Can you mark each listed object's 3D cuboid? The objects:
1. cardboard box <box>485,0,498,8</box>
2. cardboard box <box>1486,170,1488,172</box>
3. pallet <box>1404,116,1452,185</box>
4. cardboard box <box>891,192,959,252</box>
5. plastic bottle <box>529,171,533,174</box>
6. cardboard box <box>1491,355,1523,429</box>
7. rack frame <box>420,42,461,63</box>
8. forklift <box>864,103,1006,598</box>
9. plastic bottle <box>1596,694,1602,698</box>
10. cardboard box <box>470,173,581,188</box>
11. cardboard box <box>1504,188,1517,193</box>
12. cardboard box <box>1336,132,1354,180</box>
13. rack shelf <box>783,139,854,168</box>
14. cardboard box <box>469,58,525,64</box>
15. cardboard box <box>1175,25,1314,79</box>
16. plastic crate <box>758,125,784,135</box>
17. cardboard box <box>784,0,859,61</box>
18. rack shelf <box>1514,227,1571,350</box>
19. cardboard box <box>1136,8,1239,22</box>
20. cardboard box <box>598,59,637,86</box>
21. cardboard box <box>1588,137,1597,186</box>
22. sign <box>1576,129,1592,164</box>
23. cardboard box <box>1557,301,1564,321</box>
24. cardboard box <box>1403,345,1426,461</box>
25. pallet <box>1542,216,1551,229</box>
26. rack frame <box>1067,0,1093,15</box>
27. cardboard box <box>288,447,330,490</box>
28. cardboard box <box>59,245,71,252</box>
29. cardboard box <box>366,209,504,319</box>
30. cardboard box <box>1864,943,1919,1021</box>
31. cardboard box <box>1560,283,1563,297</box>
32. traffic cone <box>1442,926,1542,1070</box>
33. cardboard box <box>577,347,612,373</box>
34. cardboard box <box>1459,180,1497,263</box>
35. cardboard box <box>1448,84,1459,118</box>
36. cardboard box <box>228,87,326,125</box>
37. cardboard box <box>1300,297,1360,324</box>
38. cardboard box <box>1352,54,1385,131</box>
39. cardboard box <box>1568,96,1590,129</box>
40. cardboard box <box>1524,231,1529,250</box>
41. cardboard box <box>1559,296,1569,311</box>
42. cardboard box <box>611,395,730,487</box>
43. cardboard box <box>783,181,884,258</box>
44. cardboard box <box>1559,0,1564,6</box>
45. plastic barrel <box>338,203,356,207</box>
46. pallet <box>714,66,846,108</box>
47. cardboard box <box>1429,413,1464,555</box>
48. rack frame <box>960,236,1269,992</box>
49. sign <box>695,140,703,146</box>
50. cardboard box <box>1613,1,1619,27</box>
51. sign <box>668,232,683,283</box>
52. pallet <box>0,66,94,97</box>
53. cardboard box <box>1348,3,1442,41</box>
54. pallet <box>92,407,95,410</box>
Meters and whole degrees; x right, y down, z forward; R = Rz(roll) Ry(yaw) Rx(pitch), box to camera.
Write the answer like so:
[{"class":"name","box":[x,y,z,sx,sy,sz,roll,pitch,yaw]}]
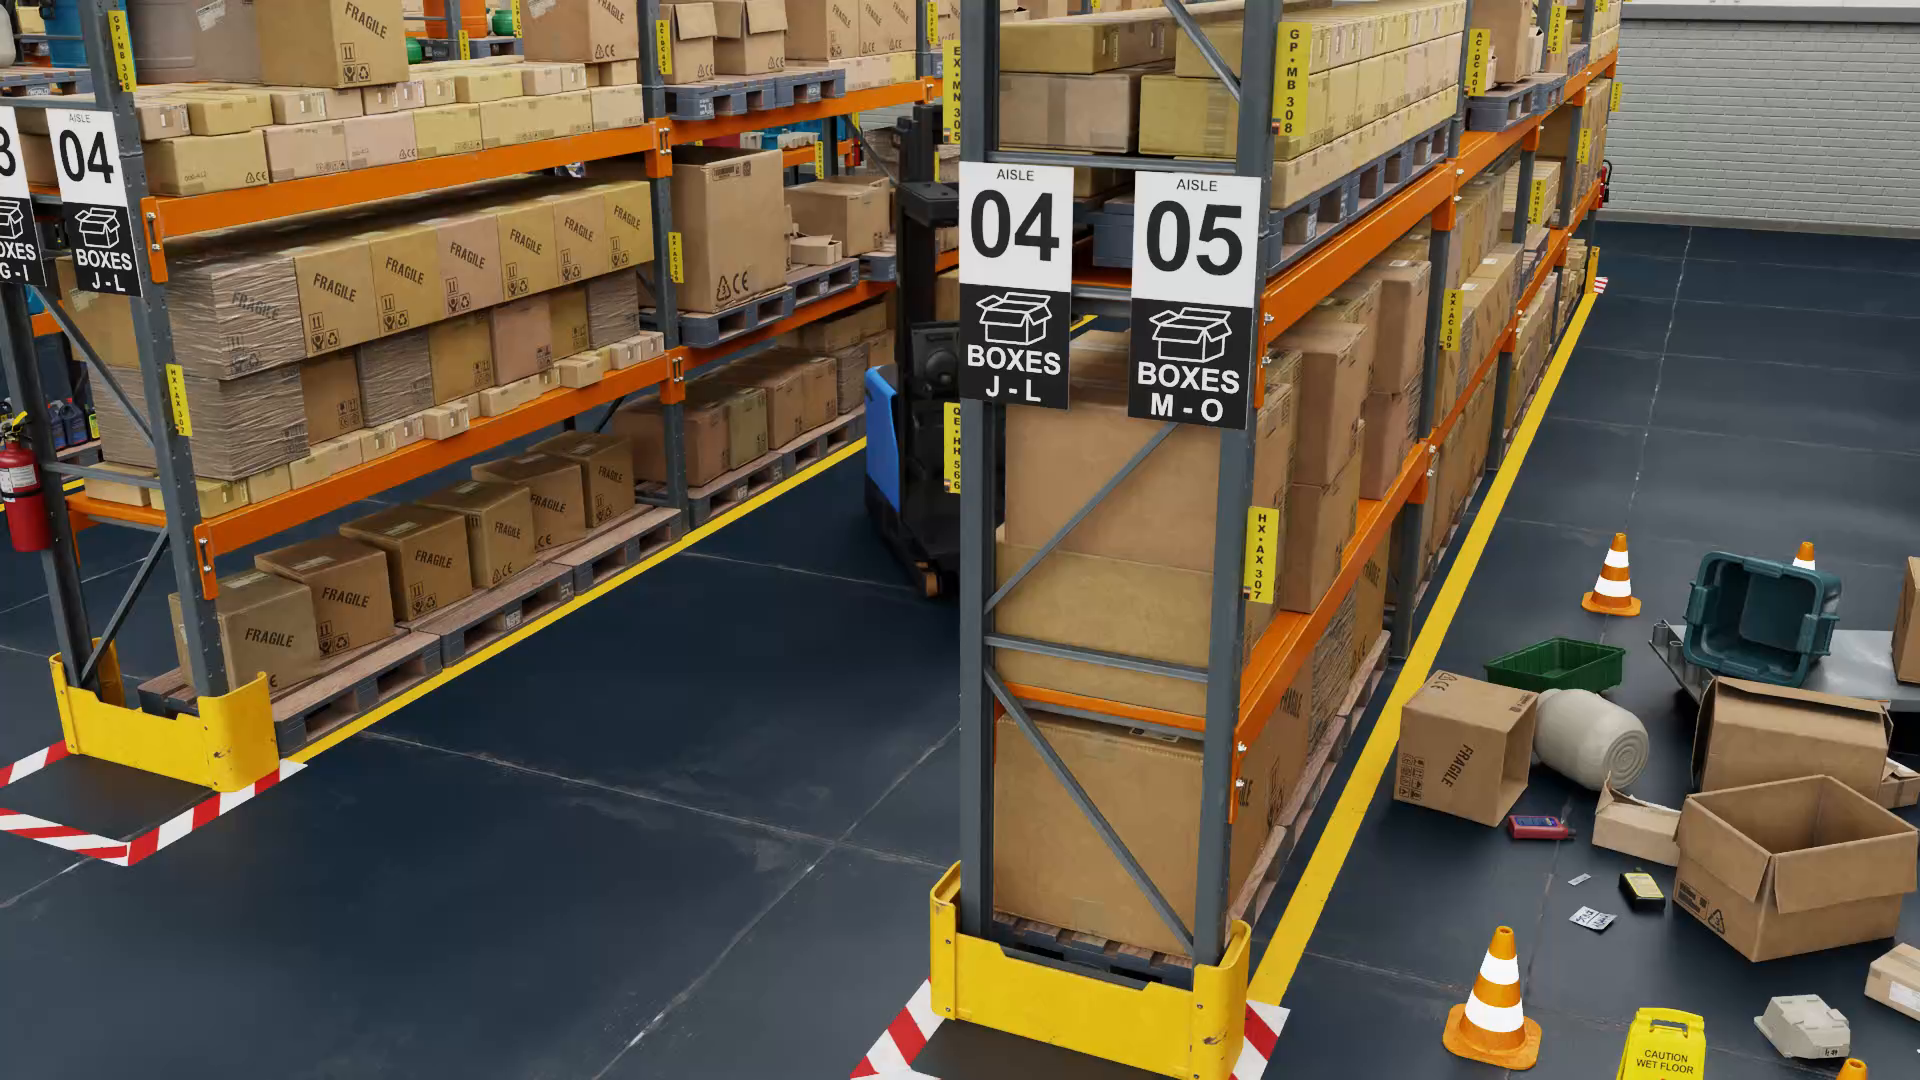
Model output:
[{"class":"cardboard box","box":[-6.878,-7.627,23.438,0.500,0.250,0.500,9,21,23]},{"class":"cardboard box","box":[4.813,-3.554,15.845,0.380,0.149,0.250,10,22,25]},{"class":"pallet","box":[1.774,-1.928,8.070,1.003,0.211,1.213,9,21,23]},{"class":"cardboard box","box":[-0.280,-2.898,14.992,0.500,0.500,0.500,9,22,24]},{"class":"plastic bottle","box":[-4.768,-4.068,18.504,0.144,0.351,0.185,9,21,23]},{"class":"cardboard box","box":[4.279,-1.230,13.553,0.500,0.500,0.500,8,21,20]},{"class":"rack frame","box":[-5.246,-3.419,16.607,1.000,3.000,0.127,9,21,23]},{"class":"forklift","box":[0.209,-1.162,10.361,1.130,2.935,3.031,-5,20,-15]},{"class":"plastic bottle","box":[3.382,0.871,8.930,0.133,0.061,0.283,-2,20,-5]},{"class":"cardboard box","box":[-2.782,-2.073,10.735,0.500,0.500,0.500,9,21,23]},{"class":"cardboard box","box":[4.552,-2.823,13.792,0.380,0.149,0.250,10,22,25]},{"class":"cardboard box","box":[1.223,-1.415,6.095,0.380,0.149,0.250,9,21,23]},{"class":"rack shelf","box":[-2.789,-4.915,21.885,1.077,0.370,4.000,9,21,23]},{"class":"cardboard box","box":[-2.826,-2.900,10.298,0.380,0.149,0.250,7,21,20]},{"class":"cardboard box","box":[0.907,-1.557,5.302,0.380,0.149,0.250,9,21,23]},{"class":"plastic crate","box":[-2.641,-5.583,22.850,0.416,0.233,0.300,9,21,23]},{"class":"cardboard box","box":[-1.111,-3.948,12.722,0.500,0.500,0.500,9,21,24]},{"class":"rack shelf","box":[4.575,-2.301,14.535,1.077,0.370,4.000,9,21,23]},{"class":"cardboard box","box":[0.933,-2.114,6.869,0.380,0.149,0.250,9,21,23]},{"class":"cardboard box","box":[-2.235,-2.908,10.322,0.380,0.149,0.250,9,22,24]},{"class":"cardboard box","box":[6.455,-4.024,17.715,0.500,0.500,0.500,10,22,25]},{"class":"sign","box":[5.902,-3.721,15.729,0.100,0.325,0.005,9,21,23]},{"class":"cardboard box","box":[5.835,-2.313,16.679,0.380,0.149,0.250,10,22,25]},{"class":"cardboard box","box":[1.978,-0.762,8.910,0.875,0.550,0.550,9,21,23]},{"class":"pallet","box":[4.949,-2.947,15.565,1.003,0.211,1.213,9,21,23]},{"class":"rack frame","box":[0.911,-6.789,17.129,1.000,3.000,0.127,9,21,23]},{"class":"cardboard box","box":[-3.433,-0.378,8.431,0.380,0.149,0.250,9,21,23]},{"class":"cardboard box","box":[-9.753,-3.073,18.272,0.500,0.311,0.500,9,22,24]},{"class":"cardboard box","box":[-2.916,-1.542,9.242,0.500,0.500,0.500,9,21,23]},{"class":"cardboard box","box":[3.731,1.731,6.379,0.250,0.149,0.380,-14,24,-33]},{"class":"cardboard box","box":[5.891,-2.539,16.871,0.380,0.149,0.250,10,22,25]},{"class":"traffic cone","box":[1.993,1.645,6.152,0.336,0.463,0.334,9,21,23]},{"class":"cardboard box","box":[-2.453,-1.149,10.599,0.380,0.149,0.250,9,21,23]},{"class":"cardboard box","box":[3.358,-2.256,11.694,0.700,0.500,0.500,8,21,22]},{"class":"cardboard box","box":[2.261,-2.190,8.273,0.380,0.149,0.250,8,21,22]},{"class":"cardboard box","box":[-3.318,-2.111,8.079,0.380,0.149,0.250,9,22,25]},{"class":"cardboard box","box":[1.260,-0.783,7.360,0.875,0.550,0.500,9,21,23]},{"class":"cardboard box","box":[1.325,-1.732,6.391,0.500,0.250,0.500,8,21,22]},{"class":"cardboard box","box":[6.000,-4.174,16.645,0.500,0.500,0.500,8,21,21]},{"class":"cardboard box","box":[4.453,-2.464,13.669,0.380,0.149,0.250,10,22,25]},{"class":"cardboard box","box":[6.331,-2.575,17.861,0.380,0.149,0.250,8,21,21]},{"class":"cardboard box","box":[-2.094,-0.731,12.122,0.700,0.500,0.500,7,21,19]},{"class":"cardboard box","box":[-1.049,-2.630,13.611,0.700,0.500,0.500,12,23,31]},{"class":"cardboard box","box":[5.139,-4.809,15.261,0.700,0.500,0.500,9,21,23]},{"class":"plastic barrel","box":[-5.645,-2.999,15.259,0.421,0.512,0.421,0,20,0]},{"class":"pallet","box":[-1.593,-3.333,12.169,1.213,0.211,1.003,9,21,23]},{"class":"cardboard box","box":[2.689,-0.440,10.960,1.050,0.750,0.750,9,21,23]},{"class":"rack frame","box":[0.480,0.417,5.819,1.000,3.000,0.127,9,21,23]},{"class":"sign","box":[-3.107,-4.696,19.785,0.100,0.325,0.005,9,21,23]},{"class":"cardboard box","box":[6.868,-5.720,18.077,0.500,0.250,0.500,8,21,21]},{"class":"sign","box":[-1.867,-1.853,10.910,0.100,0.325,0.005,9,21,23]},{"class":"pallet","box":[-7.090,-3.287,12.040,1.213,0.211,1.003,9,21,23]},{"class":"cardboard box","box":[1.950,-2.335,7.491,0.380,0.149,0.250,9,21,24]},{"class":"pallet","box":[-6.598,-1.128,14.326,1.003,0.211,1.213,9,21,23]}]
